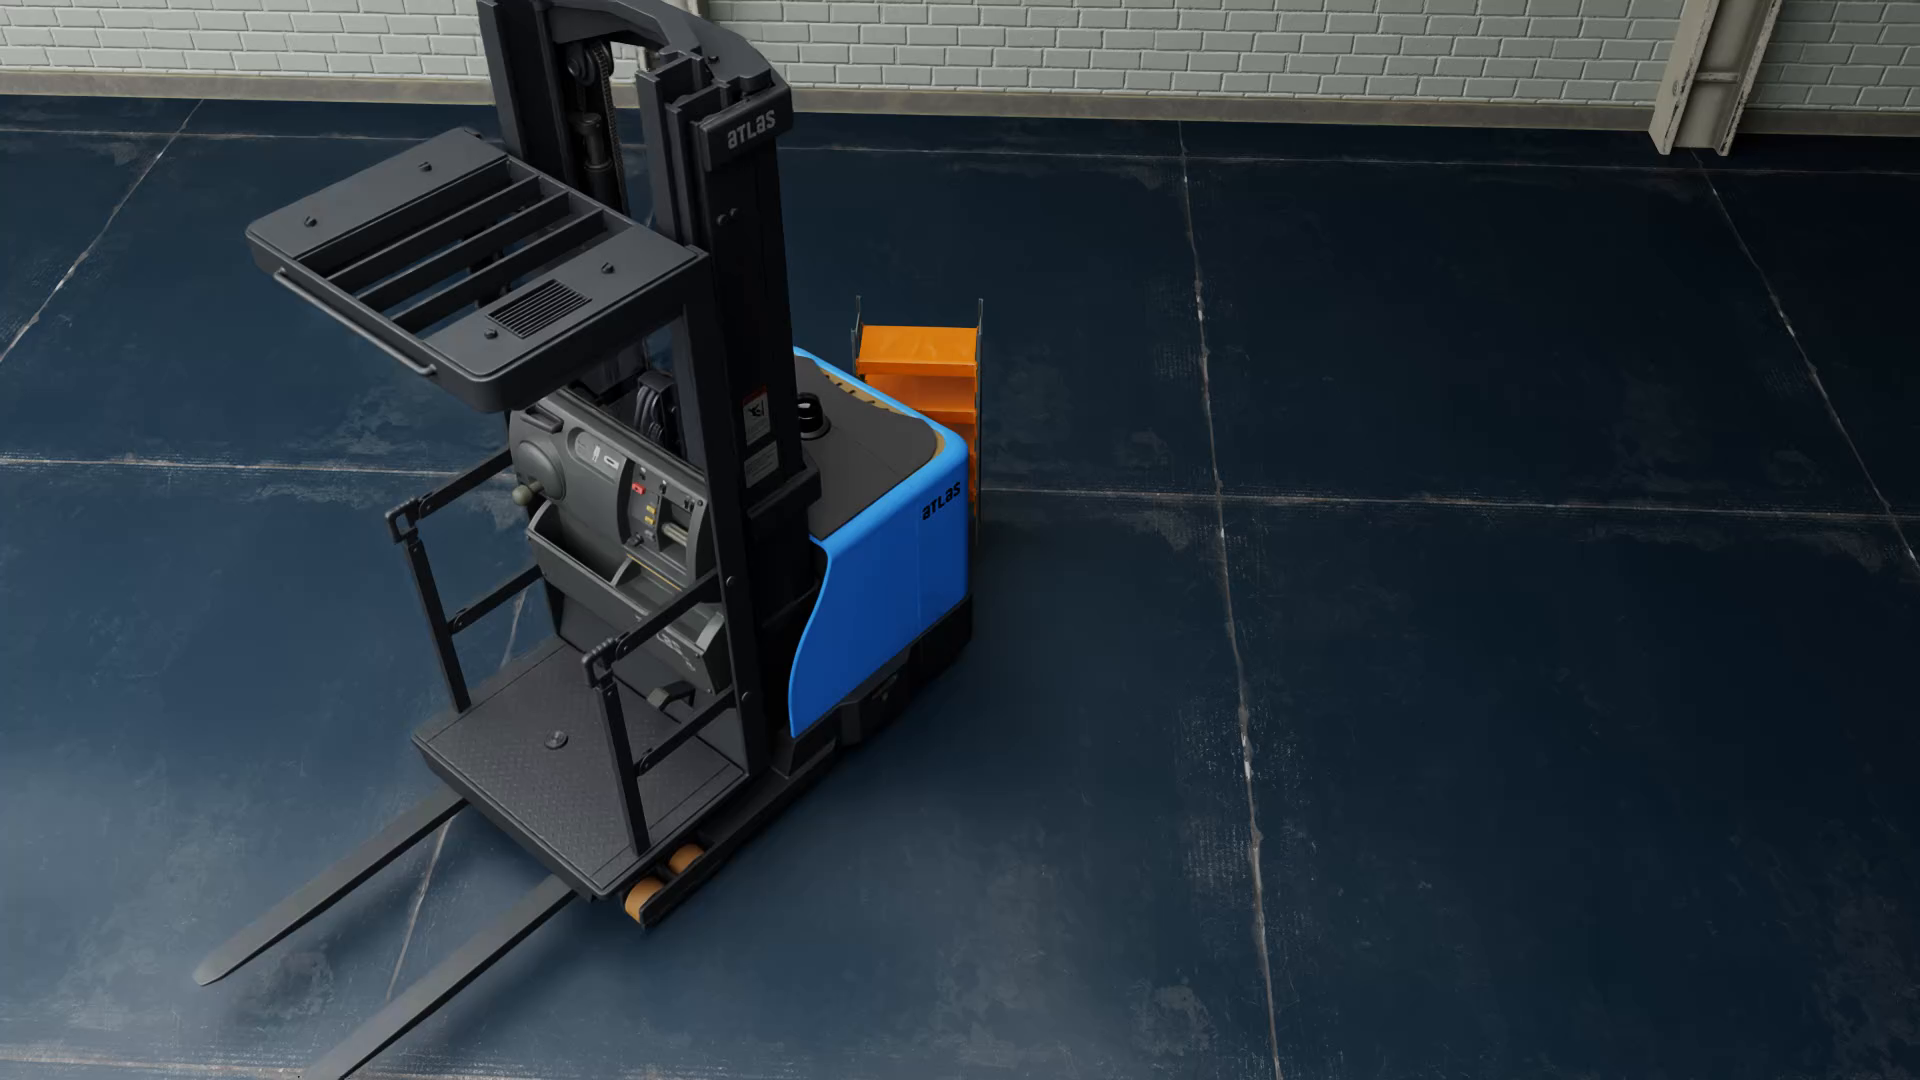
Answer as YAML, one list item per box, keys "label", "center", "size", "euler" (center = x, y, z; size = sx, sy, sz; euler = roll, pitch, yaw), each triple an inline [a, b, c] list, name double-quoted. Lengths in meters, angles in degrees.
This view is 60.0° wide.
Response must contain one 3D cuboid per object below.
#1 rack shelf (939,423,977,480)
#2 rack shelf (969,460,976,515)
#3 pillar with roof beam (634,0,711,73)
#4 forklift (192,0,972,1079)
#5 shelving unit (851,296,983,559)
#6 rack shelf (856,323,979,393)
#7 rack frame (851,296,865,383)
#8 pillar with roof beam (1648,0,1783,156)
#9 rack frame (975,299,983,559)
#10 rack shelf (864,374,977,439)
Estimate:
- label: "rack shelf"
  center: [-0.165, -0.395, 6.978]
  size: [0.480, 0.148, 0.258]
  euler: [2, 43, 2]
- label: "rack shelf"
  center: [-0.165, -0.250, 7.113]
  size: [0.480, 0.148, 0.258]
  euler: [2, 43, 2]
- label: "pillar with roof beam"
  center: [-1.868, -2.911, 3.858]
  size: [0.400, 9.000, 9.100]
  euler: [2, 43, 2]
- label: "forklift"
  center: [-1.291, -0.109, 5.302]
  size: [1.130, 2.935, 3.031]
  euler: [30, 51, 28]
- label: "shelving unit"
  center: [-0.165, -0.444, 6.932]
  size: [0.503, 1.200, 0.258]
  euler: [2, 43, 2]
- label: "rack shelf"
  center: [-0.165, -0.732, 6.664]
  size: [0.480, 0.148, 0.258]
  euler: [2, 43, 2]
- label: "rack frame"
  center: [-0.409, -0.452, 6.940]
  size: [0.015, 1.200, 0.240]
  euler: [2, 43, 2]
- label: "pillar with roof beam"
  center: [4.126, -2.726, 3.660]
  size: [0.400, 9.000, 9.100]
  euler: [2, 43, 2]
- label: "rack frame"
  center: [0.078, -0.437, 6.924]
  size: [0.015, 1.200, 0.240]
  euler: [2, 43, 2]
- label: "rack shelf"
  center: [-0.165, -0.559, 6.825]
  size: [0.480, 0.148, 0.258]
  euler: [2, 43, 2]
